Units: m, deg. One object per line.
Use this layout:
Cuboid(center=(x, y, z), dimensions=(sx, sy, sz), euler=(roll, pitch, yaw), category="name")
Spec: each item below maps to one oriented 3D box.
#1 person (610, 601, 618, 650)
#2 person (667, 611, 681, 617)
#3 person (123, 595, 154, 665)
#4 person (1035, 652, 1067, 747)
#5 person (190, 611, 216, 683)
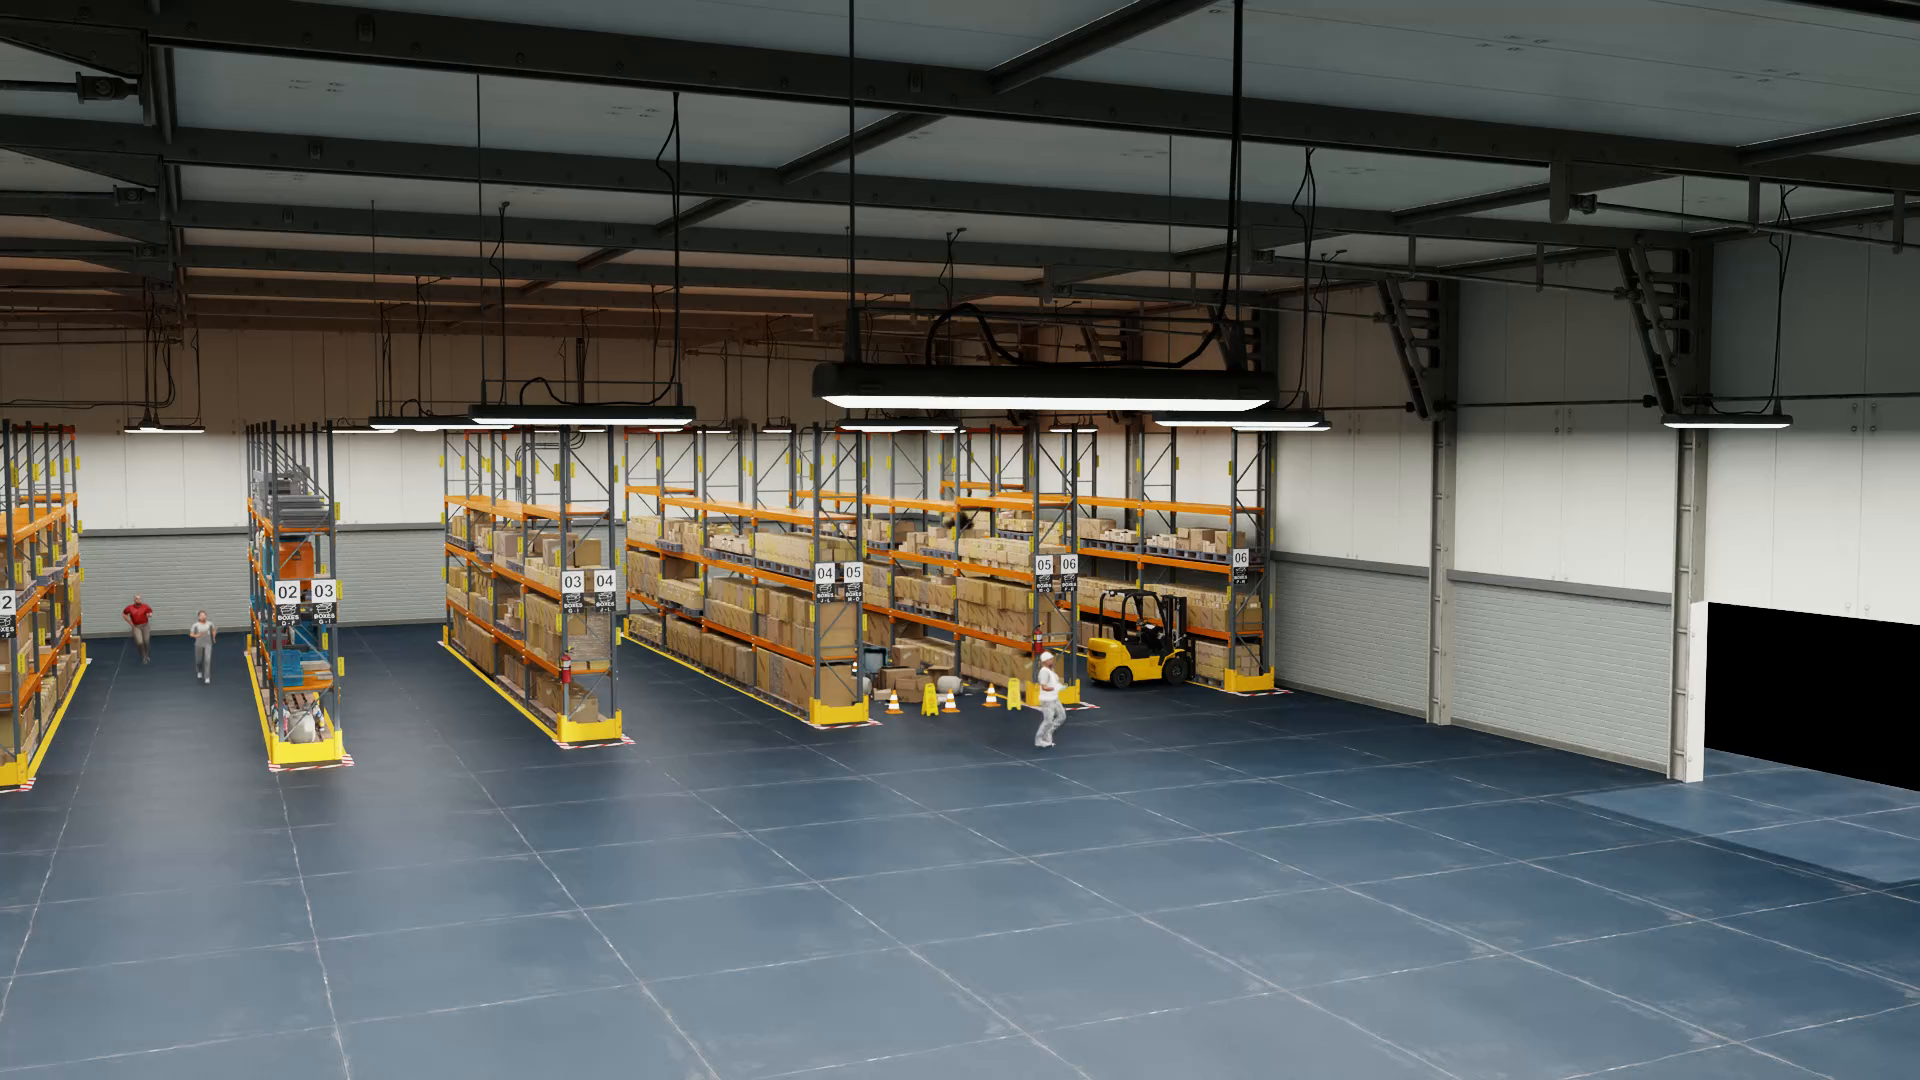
Cuboid(center=(-9.392, 2.103, 44.230), dimensions=(0.672, 1.726, 0.952), euler=(-1, 4, -21), category="person")
Cuboid(center=(-8.484, 1.744, 49.785), dimensions=(0.826, 1.735, 0.715), euler=(-3, 5, -44), category="person")
Cuboid(center=(-20.634, 2.274, 41.824), dimensions=(0.657, 1.801, 0.764), euler=(-3, 5, -42), category="person")
Cuboid(center=(1.688, 2.934, 30.460), dimensions=(0.641, 1.776, 0.660), euler=(1, 4, 20), category="person")
Cuboid(center=(-17.554, 2.460, 38.595), dimensions=(0.570, 1.646, 0.959), euler=(-2, 4, -29), category="person")
